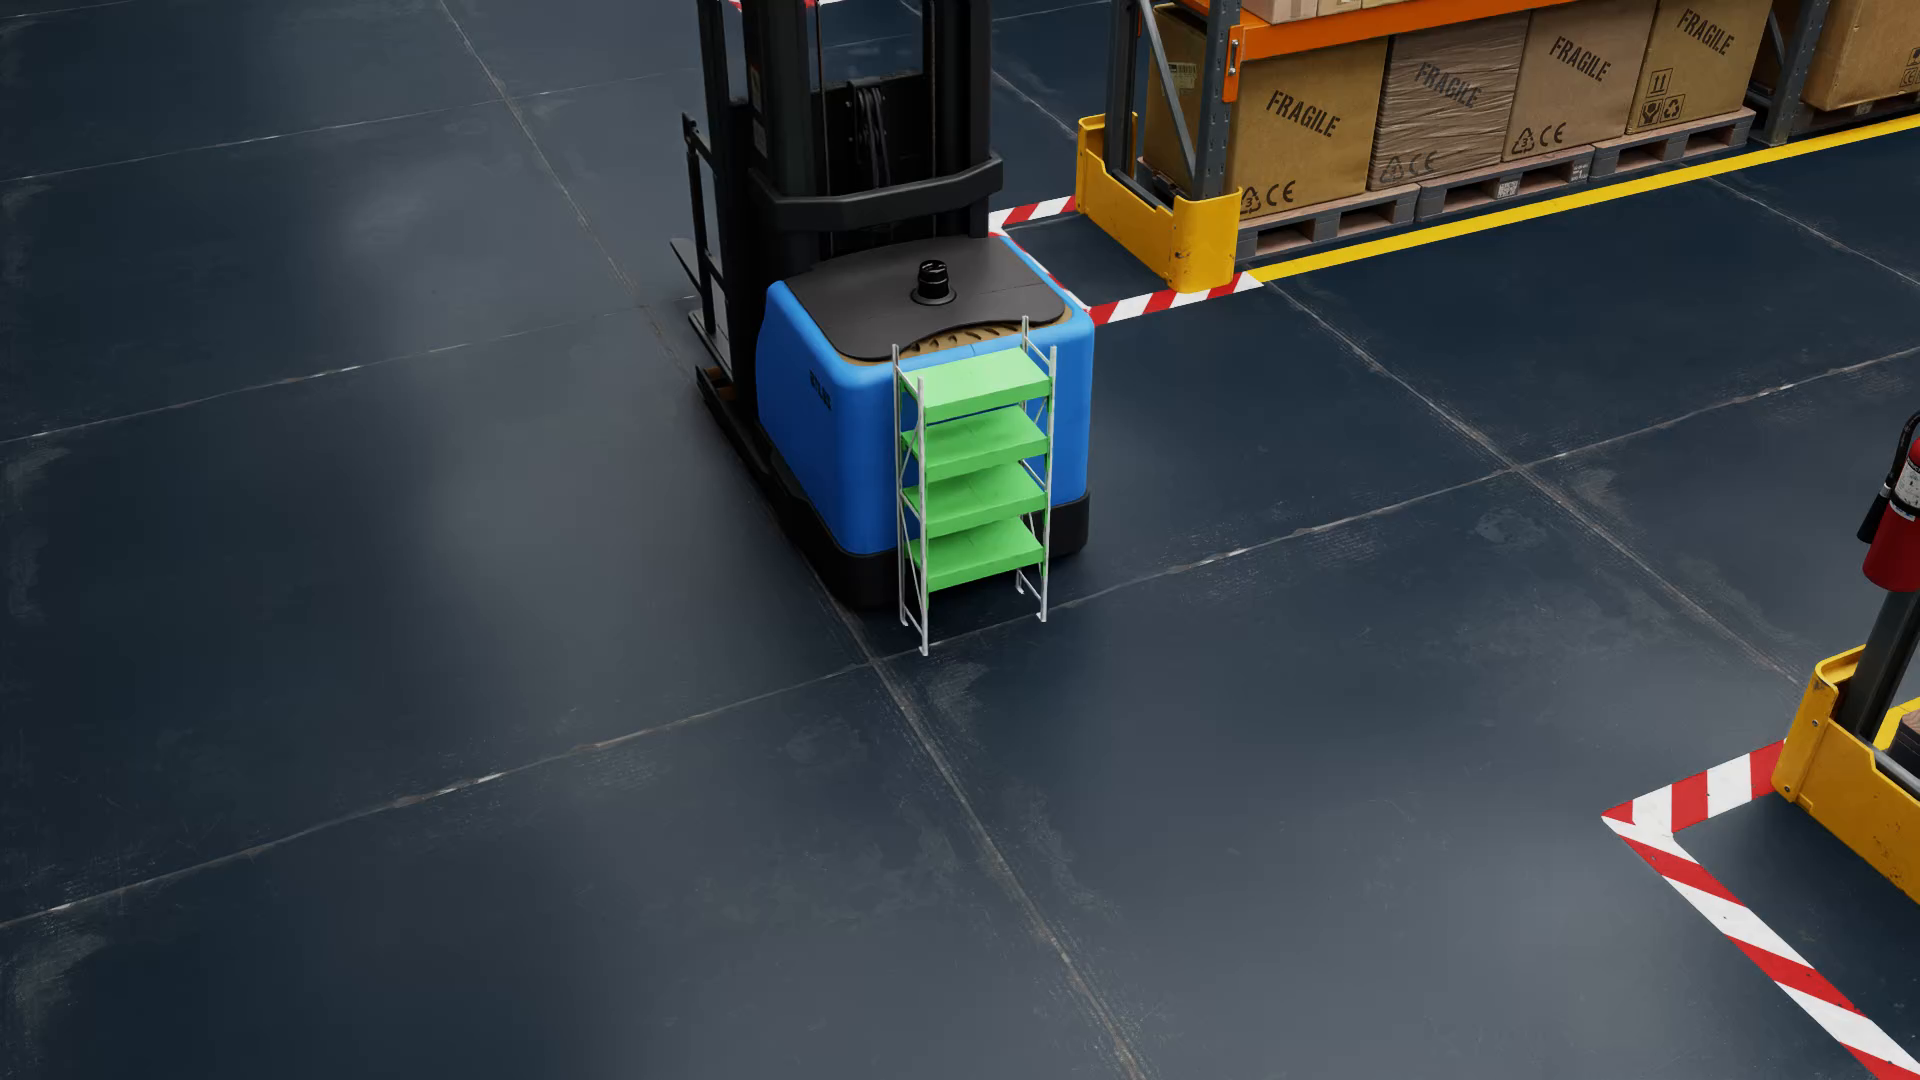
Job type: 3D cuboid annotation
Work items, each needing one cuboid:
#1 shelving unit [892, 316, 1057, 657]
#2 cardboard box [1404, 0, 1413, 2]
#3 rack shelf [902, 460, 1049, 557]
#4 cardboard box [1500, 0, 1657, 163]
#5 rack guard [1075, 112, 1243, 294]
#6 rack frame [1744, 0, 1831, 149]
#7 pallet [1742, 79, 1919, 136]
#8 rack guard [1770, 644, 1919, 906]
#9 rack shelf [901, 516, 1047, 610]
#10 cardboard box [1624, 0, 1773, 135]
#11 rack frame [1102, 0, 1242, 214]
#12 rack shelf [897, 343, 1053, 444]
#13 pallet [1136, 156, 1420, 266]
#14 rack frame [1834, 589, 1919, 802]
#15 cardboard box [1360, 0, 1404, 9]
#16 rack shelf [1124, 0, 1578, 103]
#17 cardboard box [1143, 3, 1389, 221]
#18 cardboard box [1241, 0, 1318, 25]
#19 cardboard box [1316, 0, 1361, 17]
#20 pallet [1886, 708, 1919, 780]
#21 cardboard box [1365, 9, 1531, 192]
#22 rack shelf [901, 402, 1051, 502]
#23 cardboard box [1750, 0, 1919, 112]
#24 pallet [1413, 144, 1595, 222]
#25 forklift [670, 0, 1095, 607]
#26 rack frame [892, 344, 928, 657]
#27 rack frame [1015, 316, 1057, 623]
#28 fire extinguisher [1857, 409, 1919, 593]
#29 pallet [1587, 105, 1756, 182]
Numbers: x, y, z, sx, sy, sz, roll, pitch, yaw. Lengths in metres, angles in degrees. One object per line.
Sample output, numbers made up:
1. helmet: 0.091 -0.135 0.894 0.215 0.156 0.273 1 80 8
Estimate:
1. shelving unit: 0.048 -0.174 5.977 0.503 1.200 0.258 -15 39 -19
2. cardboard box: 2.203 -2.813 8.236 0.250 0.149 0.380 -16 40 -21
3. rack shelf: 0.048 -0.123 6.016 0.480 0.148 0.258 -15 39 -19
4. cardboard box: 3.217 -2.781 9.413 0.875 0.875 0.875 -16 39 -20
5. rack guard: 1.021 -1.795 8.751 0.348 0.500 1.175 -16 39 -20
6. rack frame: 4.664 -3.818 9.379 0.127 3.000 1.000 -16 39 -20
7. pallet: 5.330 -2.934 10.528 1.213 0.211 1.003 -16 39 -20
8. rack guard: 3.131 0.883 5.140 0.348 0.500 1.175 -16 39 -20
9. rack shelf: 0.048 0.070 6.159 0.480 0.148 0.258 -15 39 -19
10. cardboard box: 4.032 -3.009 9.720 0.875 0.875 0.875 -16 39 -20
11. rack frame: 1.043 -2.805 8.014 0.127 3.000 1.000 -16 39 -20
12. rack shelf: 0.049 -0.508 5.729 0.480 0.148 0.258 -15 39 -19
13. pallet: 1.733 -1.930 9.175 1.213 0.211 1.003 -16 39 -20
14. rack frame: 3.147 -0.134 4.413 0.127 3.000 1.000 -16 39 -20
15. cardboard box: 1.968 -2.747 8.146 0.250 0.149 0.380 -17 40 -21
16. rack shelf: 2.853 -3.022 8.911 4.000 0.370 1.077 -16 39 -20
17. cardboard box: 1.588 -2.326 8.798 0.875 0.875 0.875 -16 39 -20
18. cardboard box: 1.504 -2.616 7.970 0.250 0.149 0.380 -15 39 -19
19. cardboard box: 1.736 -2.682 8.059 0.250 0.149 0.380 -16 40 -21
20. pallet: 3.910 0.798 5.497 1.213 0.211 1.003 -16 39 -20
21. cardboard box: 2.412 -2.556 9.109 0.875 0.875 0.875 -16 39 -20
22. rack shelf: 0.049 -0.316 5.872 0.480 0.148 0.258 -15 39 -19
23. cardboard box: 5.235 -3.306 10.120 0.875 0.875 1.225 -15 39 -20
24. pallet: 2.836 -2.236 9.588 1.213 0.211 1.003 -16 39 -20
25. forklift: -0.550 -1.795 6.710 1.130 2.935 3.031 -15 39 -19
26. rack frame: -0.175 -0.115 5.898 0.015 1.200 0.240 -15 39 -19
27. rack frame: 0.272 -0.233 6.057 0.015 1.200 0.240 -15 39 -19
28. fire extinguisher: 2.818 -0.160 4.826 0.183 0.674 0.296 -16 39 -20
29. pallet: 3.942 -2.547 10.007 1.213 0.211 1.003 -16 39 -20
